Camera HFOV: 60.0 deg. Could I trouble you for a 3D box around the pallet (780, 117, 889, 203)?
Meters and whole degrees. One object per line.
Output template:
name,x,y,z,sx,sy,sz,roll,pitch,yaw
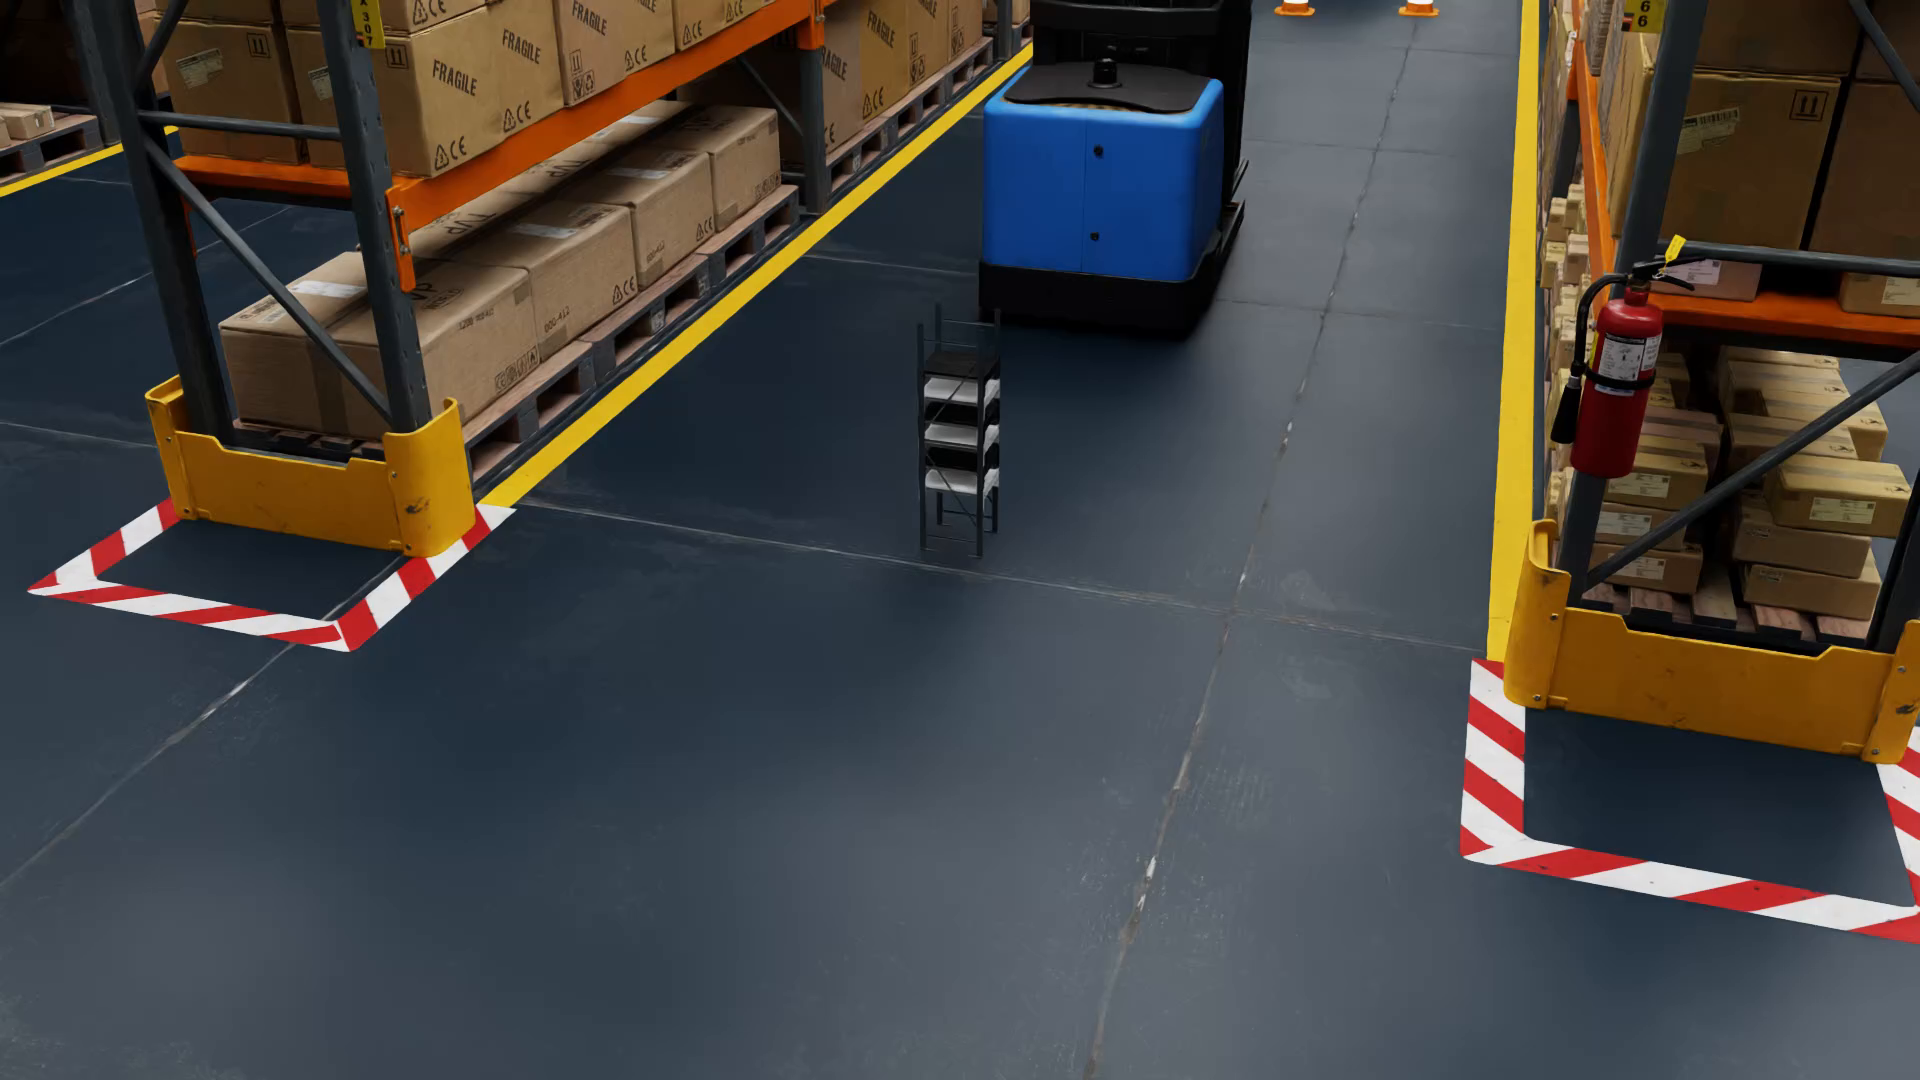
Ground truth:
pallet,-1.110,-2.420,10.383,1.003,0.211,1.213,8,30,15

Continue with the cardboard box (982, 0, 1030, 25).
cardboard box,0.085,-4.424,13.389,0.950,0.372,0.625,6,30,11

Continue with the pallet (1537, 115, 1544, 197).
pallet,4.081,-2.322,10.207,1.003,0.211,1.213,8,30,15

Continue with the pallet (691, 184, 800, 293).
pallet,-1.562,-1.708,9.104,1.003,0.211,1.213,8,30,15

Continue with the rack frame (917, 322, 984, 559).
rack frame,-0.032,-0.342,5.940,0.240,0.900,0.006,8,30,15

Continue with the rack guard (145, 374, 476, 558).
rack guard,-2.445,-0.307,6.287,1.175,0.500,0.348,8,30,15

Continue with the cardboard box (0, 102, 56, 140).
cardboard box,-5.893,-2.613,10.361,0.380,0.149,0.250,8,30,13

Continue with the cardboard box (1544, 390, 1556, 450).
cardboard box,2.492,-0.451,6.477,0.380,0.149,0.250,7,30,13

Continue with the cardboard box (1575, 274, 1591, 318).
cardboard box,2.715,-0.954,6.768,0.380,0.149,0.250,9,30,15

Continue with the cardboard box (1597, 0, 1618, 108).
cardboard box,2.661,-1.876,6.128,0.500,0.500,0.500,10,31,17

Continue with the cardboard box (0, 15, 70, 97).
cardboard box,-6.149,-3.337,11.303,0.500,0.500,0.500,8,30,15

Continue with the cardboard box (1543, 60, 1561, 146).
cardboard box,3.779,-2.557,9.900,0.500,0.500,0.500,8,30,14

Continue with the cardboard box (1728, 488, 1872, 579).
cardboard box,2.723,-0.025,5.405,0.380,0.149,0.250,10,31,17

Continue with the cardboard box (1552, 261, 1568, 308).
cardboard box,2.982,-1.177,7.782,0.380,0.149,0.250,8,30,15

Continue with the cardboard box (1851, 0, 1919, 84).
cardboard box,2.709,-1.532,4.481,0.500,0.500,0.500,8,30,15

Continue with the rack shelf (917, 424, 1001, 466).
rack shelf,-0.002,-0.360,6.041,0.258,0.077,0.200,8,30,15

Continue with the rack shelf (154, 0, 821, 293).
rack shelf,-1.851,-2.025,7.545,1.077,0.370,4.000,8,30,15

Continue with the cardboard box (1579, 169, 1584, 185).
cardboard box,3.198,-1.677,8.067,0.380,0.149,0.250,10,31,17

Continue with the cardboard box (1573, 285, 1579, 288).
cardboard box,2.874,-1.056,7.258,0.380,0.149,0.250,10,31,17

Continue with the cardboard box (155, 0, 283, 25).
cardboard box,-2.524,-2.149,5.896,0.500,0.500,0.500,9,30,17

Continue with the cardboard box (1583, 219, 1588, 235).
cardboard box,2.979,-1.308,7.405,0.380,0.149,0.250,8,30,14

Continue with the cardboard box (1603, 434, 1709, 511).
cardboard box,2.236,-0.231,5.468,0.380,0.149,0.250,9,30,15

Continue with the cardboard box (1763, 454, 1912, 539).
cardboard box,2.802,-0.144,5.311,0.380,0.149,0.250,7,30,13

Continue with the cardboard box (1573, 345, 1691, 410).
cardboard box,2.456,-0.589,6.112,0.380,0.149,0.250,7,30,13

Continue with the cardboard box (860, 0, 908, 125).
cardboard box,-0.901,-3.245,10.750,0.875,0.875,0.875,9,30,16

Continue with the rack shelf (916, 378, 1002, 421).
rack shelf,-0.002,-0.518,5.953,0.258,0.077,0.200,8,30,15

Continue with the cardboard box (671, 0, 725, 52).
cardboard box,-1.435,-2.585,7.709,0.500,0.500,0.500,8,30,14

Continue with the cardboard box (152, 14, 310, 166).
cardboard box,-2.550,-1.716,6.146,0.500,0.500,0.500,9,30,15

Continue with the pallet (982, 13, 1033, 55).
pallet,0.141,-4.272,13.713,1.003,0.211,1.213,8,30,15

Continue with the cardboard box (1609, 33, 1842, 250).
cardboard box,2.209,-1.170,4.859,0.500,0.500,0.500,9,30,16

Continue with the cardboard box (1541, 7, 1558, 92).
cardboard box,4.220,-3.267,11.177,0.500,0.500,0.500,7,30,13

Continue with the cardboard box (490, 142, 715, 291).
cardboard box,-1.813,-1.640,8.317,0.875,0.438,0.875,8,30,13

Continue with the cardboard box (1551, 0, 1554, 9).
cardboard box,5.463,-4.779,13.637,1.050,0.750,0.750,8,30,15

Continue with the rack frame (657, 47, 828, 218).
rack frame,-1.264,-3.269,9.041,1.000,3.000,0.127,8,30,15

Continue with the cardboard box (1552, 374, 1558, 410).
cardboard box,2.496,-0.589,6.417,0.380,0.149,0.250,9,30,16

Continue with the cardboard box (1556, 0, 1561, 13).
cardboard box,4.238,-3.602,11.007,0.500,0.250,0.500,7,30,13

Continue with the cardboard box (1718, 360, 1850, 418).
cardboard box,2.958,-0.515,5.978,0.380,0.149,0.250,7,30,12

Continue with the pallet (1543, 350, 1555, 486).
pallet,2.978,-0.505,6.941,1.003,0.211,1.213,8,30,15

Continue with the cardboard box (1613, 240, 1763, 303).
cardboard box,2.149,-0.833,4.920,0.380,0.149,0.250,9,30,15

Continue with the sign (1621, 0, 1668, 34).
sign,1.799,-1.483,4.315,0.100,0.325,0.005,8,30,15

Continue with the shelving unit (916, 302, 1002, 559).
shelving unit,-0.002,-0.389,6.024,0.258,0.900,0.210,8,30,15

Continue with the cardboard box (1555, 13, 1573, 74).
cardboard box,3.780,-2.895,9.737,0.500,0.250,0.500,7,30,13

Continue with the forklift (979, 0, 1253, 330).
forklift,0.983,-2.980,8.592,1.130,2.935,3.031,8,30,14

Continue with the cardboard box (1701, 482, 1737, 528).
cardboard box,2.848,-0.136,5.910,0.380,0.149,0.250,9,30,15

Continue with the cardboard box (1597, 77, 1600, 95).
cardboard box,2.847,-1.920,6.874,0.380,0.149,0.250,9,30,16

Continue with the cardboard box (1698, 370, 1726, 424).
cardboard box,3.010,-0.512,6.279,0.380,0.149,0.250,7,30,12

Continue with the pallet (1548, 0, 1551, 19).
pallet,5.691,-4.740,14.553,1.003,0.211,1.213,8,30,15

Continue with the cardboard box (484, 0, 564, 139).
cardboard box,-1.901,-1.875,6.432,0.500,0.500,0.500,8,30,14

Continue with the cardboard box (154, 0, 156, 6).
cardboard box,-5.579,-3.740,11.359,0.380,0.149,0.250,7,30,12

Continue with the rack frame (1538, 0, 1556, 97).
rack frame,4.672,-4.469,11.197,1.000,3.000,0.127,8,30,15
